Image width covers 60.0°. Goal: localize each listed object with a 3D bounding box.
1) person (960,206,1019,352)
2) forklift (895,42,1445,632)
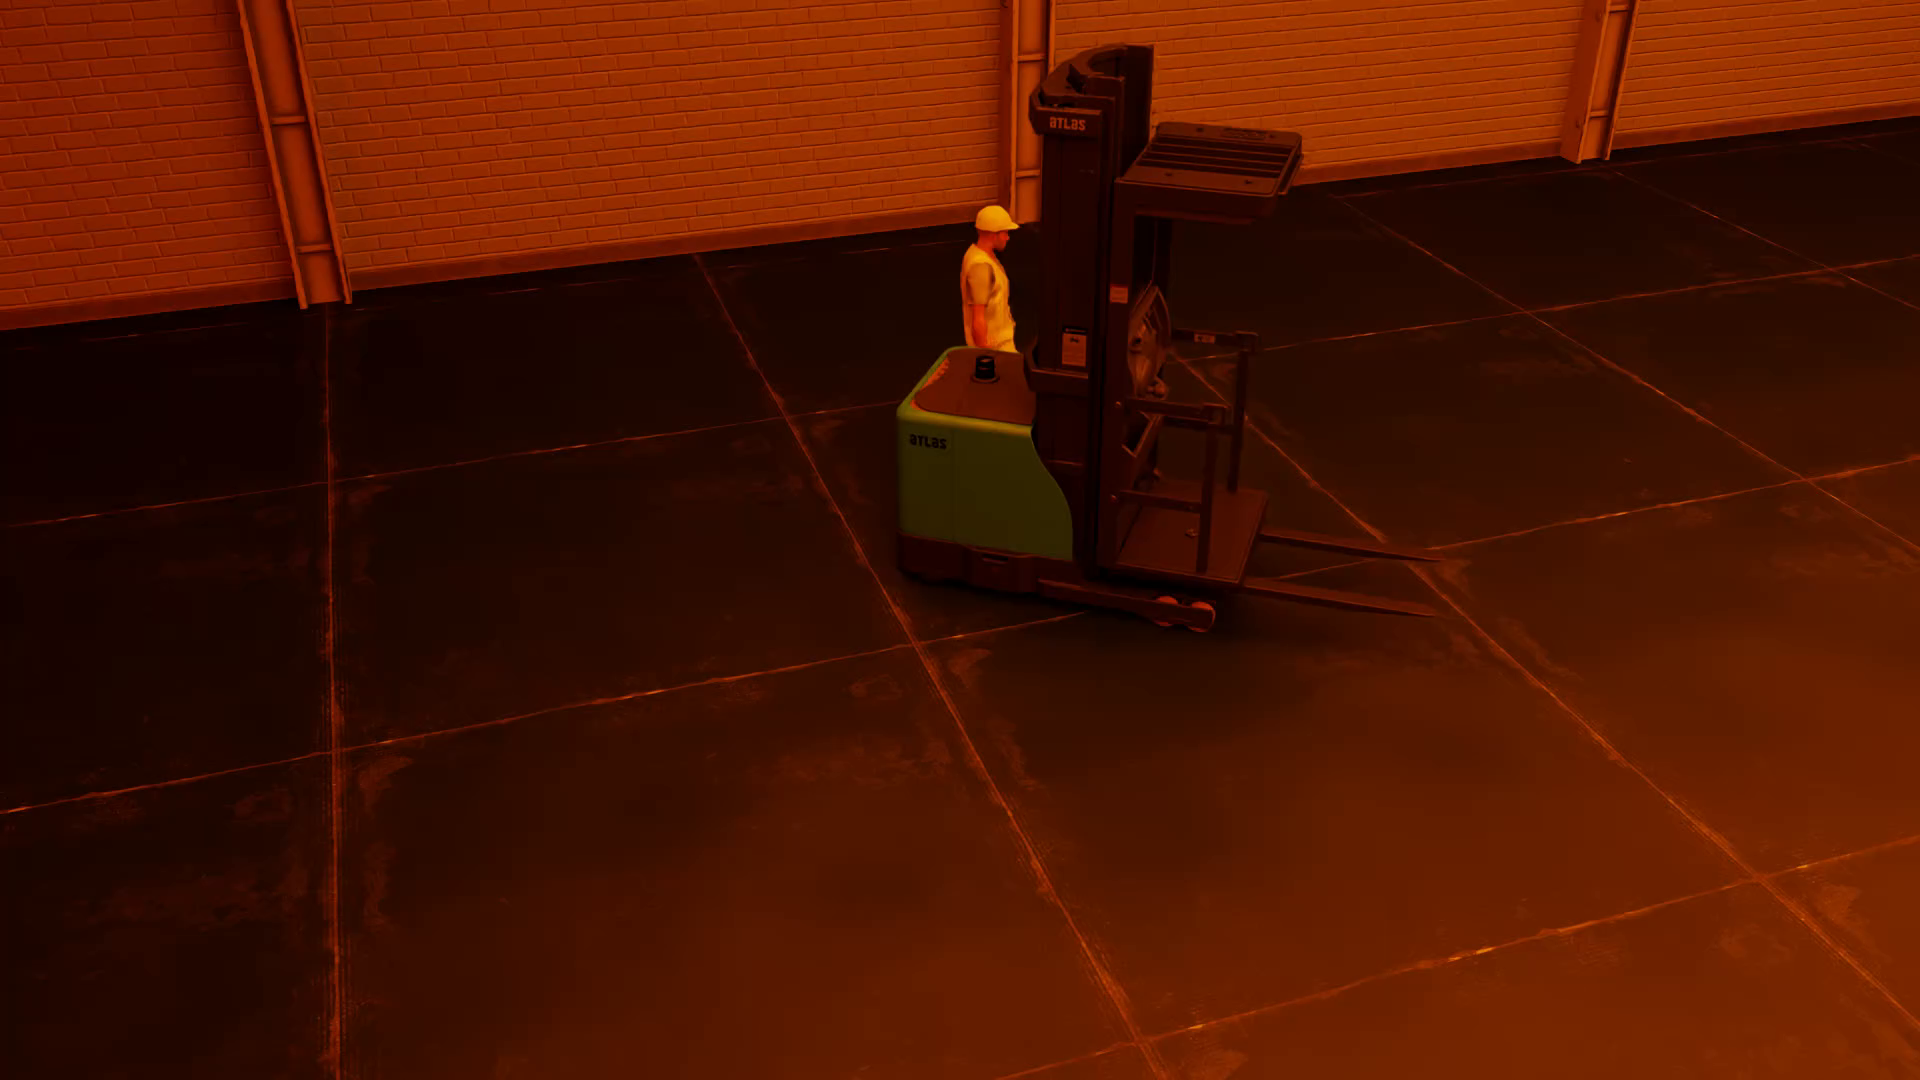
[{"bbox_3d":[0.210,-1.290,10.608,0.556,1.685,0.949,1,30,2],"label":"person"},{"bbox_3d":[1.205,-1.060,8.930,3.031,2.935,1.130,9,31,15],"label":"forklift"}]
